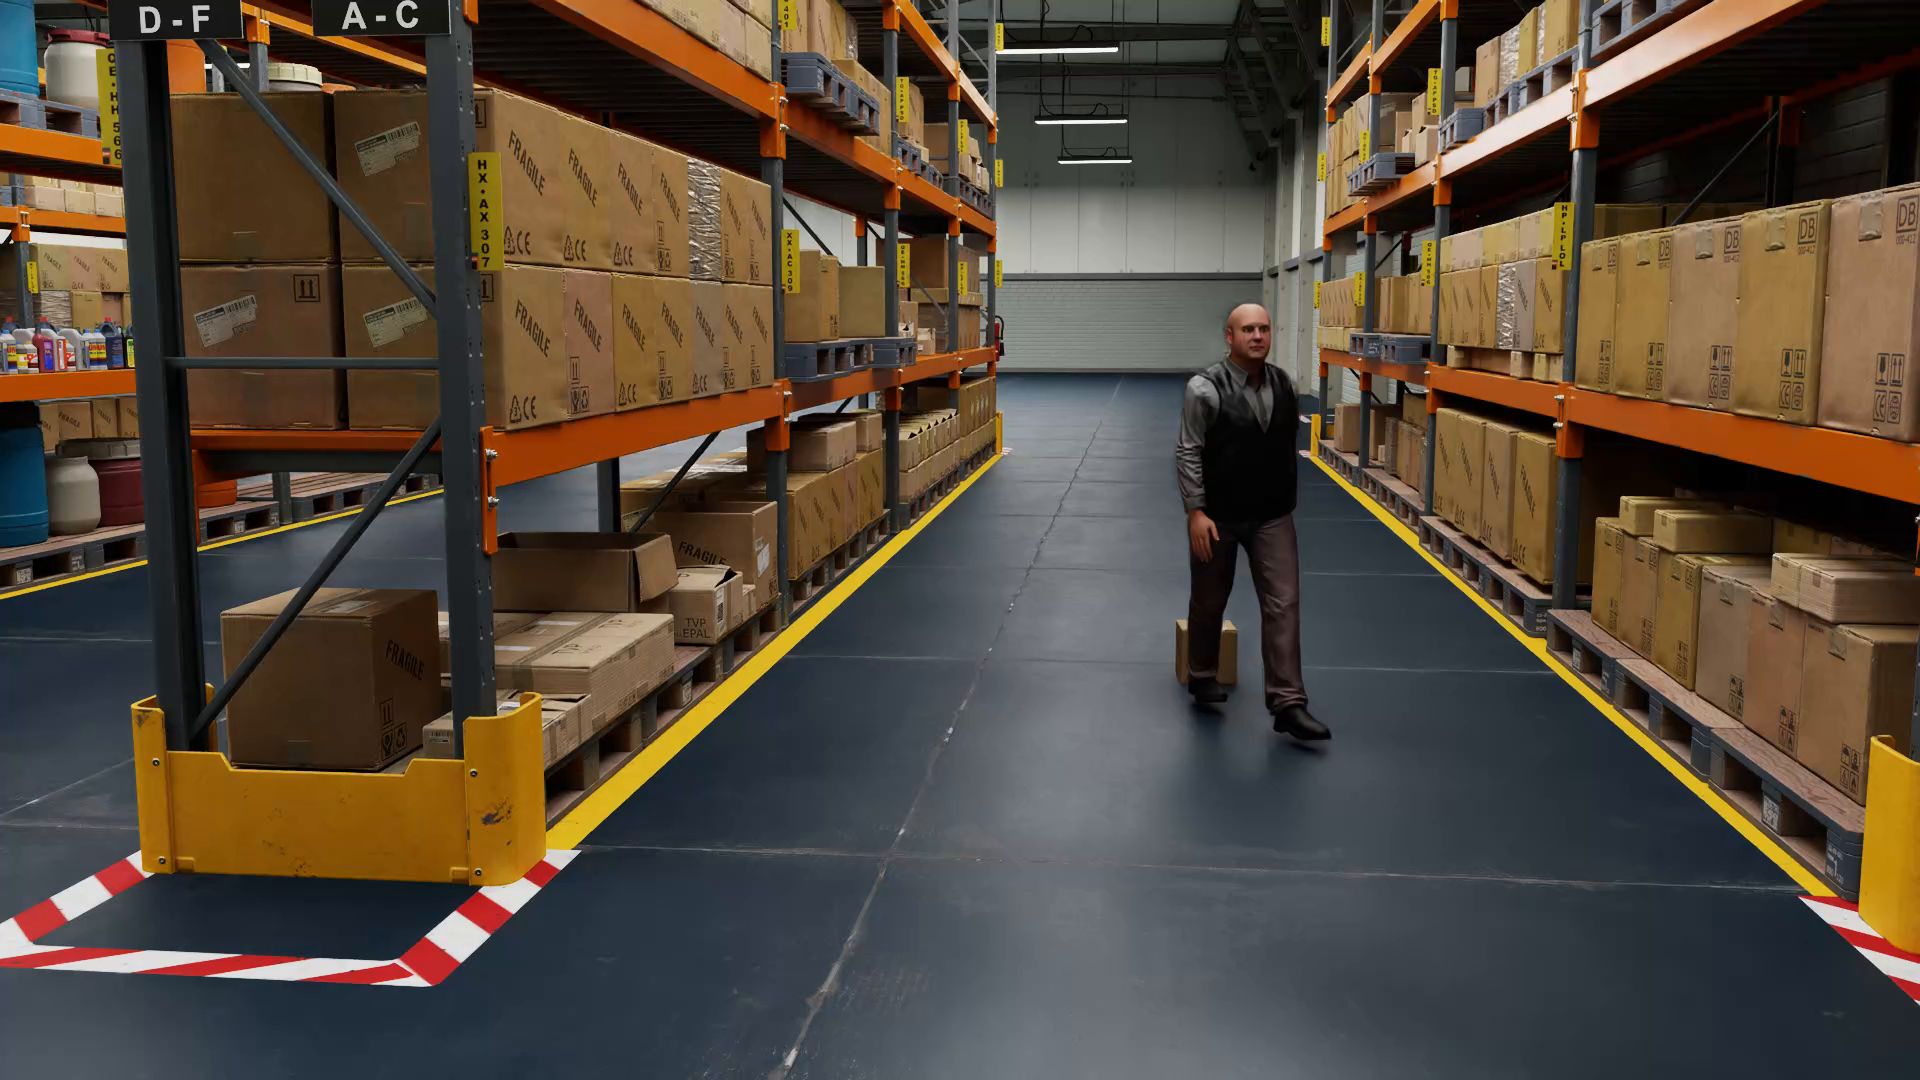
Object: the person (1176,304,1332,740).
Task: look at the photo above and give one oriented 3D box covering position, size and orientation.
[{"bbox_3d":[1.123,-0.103,6.605,0.563,1.655,0.996,-1,8,-10],"label":"person"}]
